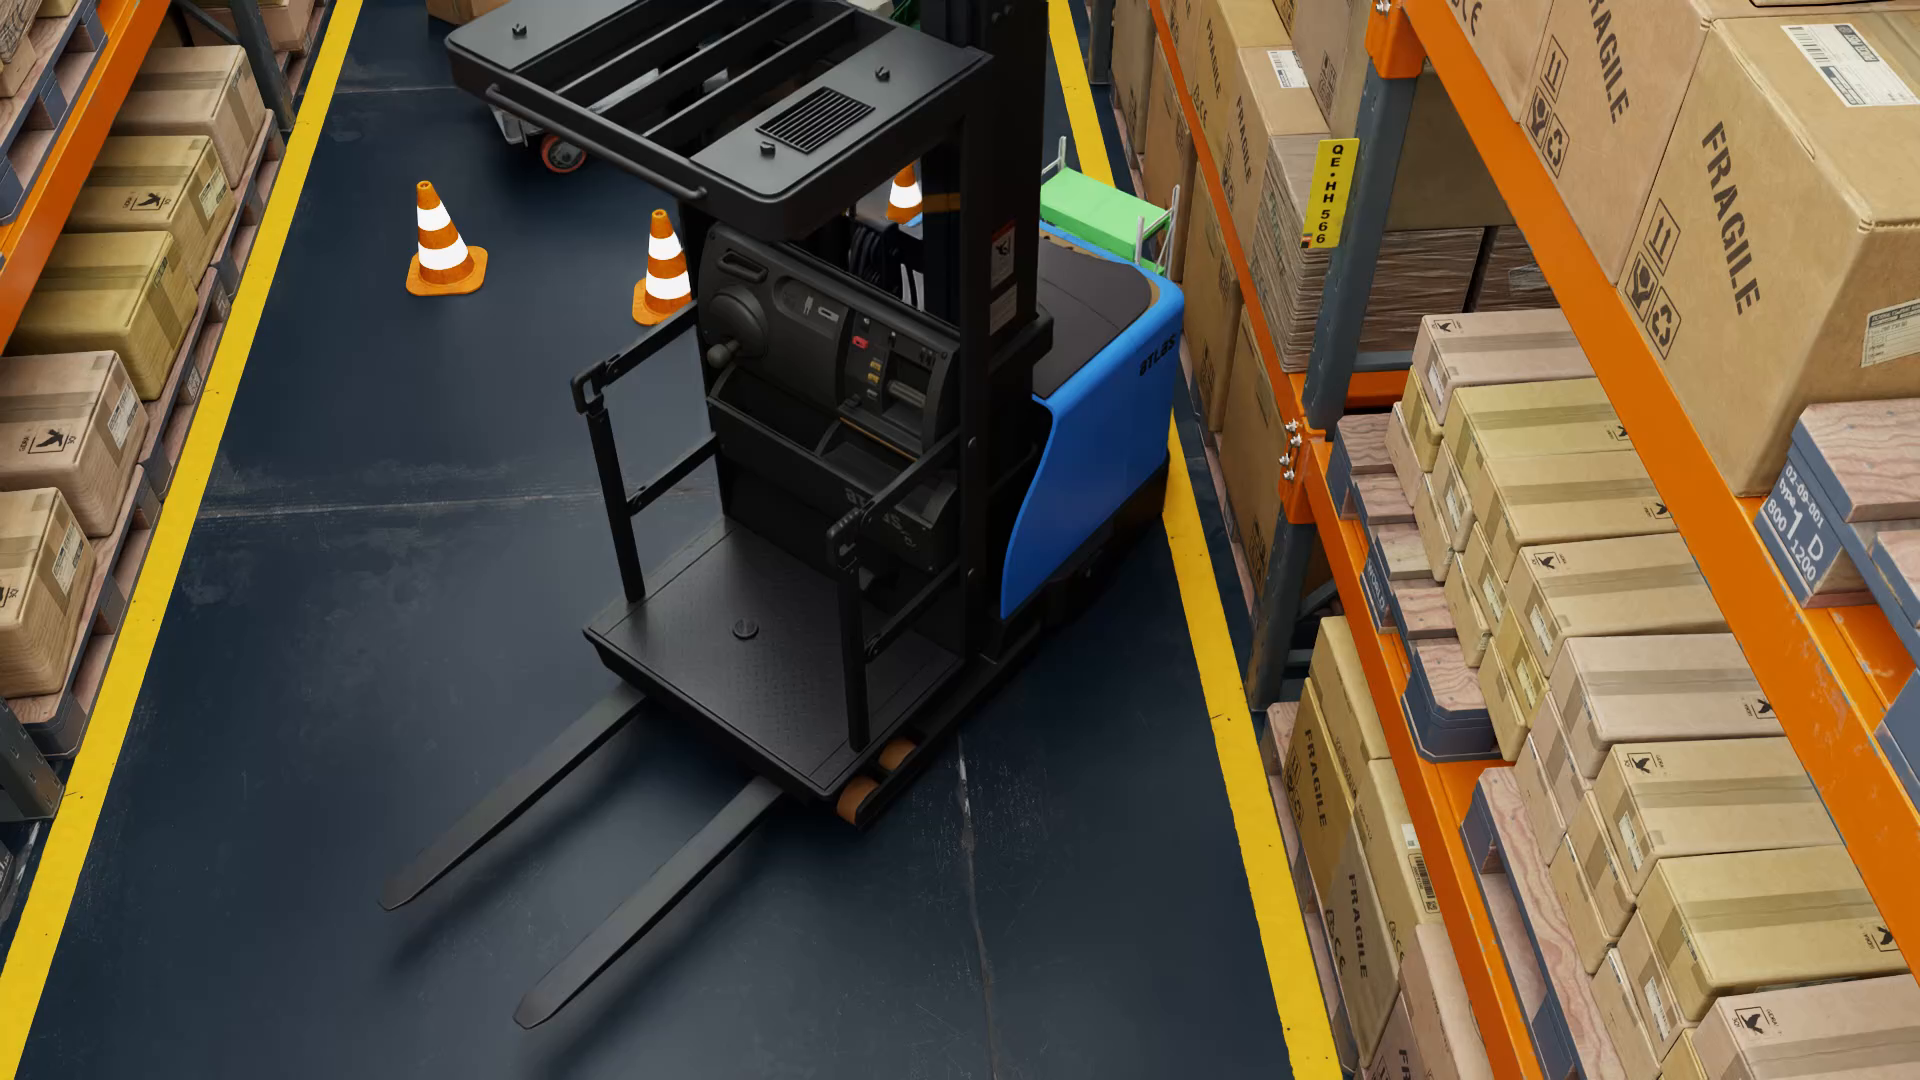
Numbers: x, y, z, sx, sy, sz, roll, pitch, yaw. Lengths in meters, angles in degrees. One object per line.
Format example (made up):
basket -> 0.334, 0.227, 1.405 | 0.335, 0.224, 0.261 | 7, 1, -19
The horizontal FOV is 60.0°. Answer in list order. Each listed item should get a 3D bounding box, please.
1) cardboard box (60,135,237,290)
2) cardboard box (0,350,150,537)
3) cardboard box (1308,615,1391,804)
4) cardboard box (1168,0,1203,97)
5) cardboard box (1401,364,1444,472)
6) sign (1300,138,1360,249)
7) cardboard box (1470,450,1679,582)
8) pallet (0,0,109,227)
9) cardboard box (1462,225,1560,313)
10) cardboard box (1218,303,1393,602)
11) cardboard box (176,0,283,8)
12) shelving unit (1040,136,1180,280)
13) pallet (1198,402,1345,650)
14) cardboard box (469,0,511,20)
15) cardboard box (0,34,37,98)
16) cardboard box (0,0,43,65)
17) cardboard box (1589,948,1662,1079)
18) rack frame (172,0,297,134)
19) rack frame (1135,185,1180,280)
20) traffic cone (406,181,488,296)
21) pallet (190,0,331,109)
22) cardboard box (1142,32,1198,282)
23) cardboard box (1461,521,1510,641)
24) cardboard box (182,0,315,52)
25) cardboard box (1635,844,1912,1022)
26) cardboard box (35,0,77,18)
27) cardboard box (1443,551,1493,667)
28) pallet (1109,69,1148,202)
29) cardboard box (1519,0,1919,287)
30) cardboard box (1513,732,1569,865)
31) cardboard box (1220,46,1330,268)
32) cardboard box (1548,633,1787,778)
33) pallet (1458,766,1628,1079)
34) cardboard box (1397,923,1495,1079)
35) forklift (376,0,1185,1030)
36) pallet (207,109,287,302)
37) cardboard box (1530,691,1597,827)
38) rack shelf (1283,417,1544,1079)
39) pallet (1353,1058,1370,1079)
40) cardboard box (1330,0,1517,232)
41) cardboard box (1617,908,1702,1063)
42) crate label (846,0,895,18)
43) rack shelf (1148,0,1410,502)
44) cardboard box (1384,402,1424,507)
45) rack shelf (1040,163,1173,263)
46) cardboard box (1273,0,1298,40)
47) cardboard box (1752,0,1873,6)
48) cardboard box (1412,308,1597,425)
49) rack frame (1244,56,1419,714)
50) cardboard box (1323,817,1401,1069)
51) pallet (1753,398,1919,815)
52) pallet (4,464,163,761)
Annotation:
cardboard box -> -3.661, -1.374, 7.006 | 0.950, 0.372, 0.625 | -1, 47, -1
cardboard box -> -3.543, -0.322, 6.009 | 0.950, 0.372, 0.625 | -4, 47, -4
cardboard box -> 1.305, 0.459, 4.666 | 0.500, 0.250, 0.500 | -5, 47, -5
cardboard box -> 1.054, -1.949, 5.961 | 0.500, 0.500, 0.500 | -3, 47, -3
cardboard box -> 1.329, -0.311, 4.157 | 0.380, 0.149, 0.250 | -2, 47, -2
sign -> 0.935, -0.874, 4.215 | 0.100, 0.325, 0.005 | -3, 47, -3
cardboard box -> 1.375, -0.057, 3.712 | 0.380, 0.149, 0.250 | -4, 47, -4
pallet -> -3.642, -1.502, 5.739 | 1.003, 0.211, 1.213 | -3, 47, -3
cardboard box -> 1.720, -0.888, 4.956 | 0.500, 0.500, 0.500 | -3, 47, -3
cardboard box -> 1.527, -0.329, 5.756 | 1.050, 0.750, 0.750 | -4, 47, -4
cardboard box -> -3.551, -2.932, 8.049 | 0.500, 0.500, 0.500 | -1, 47, -1
shelving unit -> 0.491, -0.855, 6.232 | 0.503, 1.200, 0.258 | 30, 53, 25
pallet -> 1.497, -0.128, 6.226 | 1.003, 0.211, 1.213 | -3, 47, -3
cardboard box -> -2.000, -2.563, 7.812 | 0.500, 0.500, 0.500 | -3, 47, -3
cardboard box -> -3.365, -1.615, 5.597 | 0.380, 0.149, 0.250 | -2, 47, -2
cardboard box -> -3.379, -1.882, 5.403 | 0.500, 0.500, 0.500 | -5, 47, -5
cardboard box -> 1.458, 0.913, 3.203 | 0.380, 0.149, 0.250 | -5, 47, -5
rack frame -> -3.771, -3.032, 7.056 | 1.000, 3.000, 0.127 | -3, 47, -3
rack frame -> 0.682, -0.745, 6.128 | 0.015, 1.200, 0.240 | 30, 53, 25
traffic cone -> -2.272, -1.348, 7.208 | 0.336, 0.463, 0.334 | -3, 47, -3
pallet -> -3.862, -2.557, 8.526 | 1.003, 0.211, 1.213 | -3, 47, -3
cardboard box -> 1.372, -1.635, 6.993 | 1.050, 0.750, 0.750 | -3, 47, -3
cardboard box -> 1.379, 0.078, 3.789 | 0.380, 0.149, 0.250 | -5, 47, -5
cardboard box -> -3.551, -2.674, 8.322 | 0.500, 0.250, 0.500 | -5, 47, -5
cardboard box -> 1.463, 0.703, 2.992 | 0.380, 0.149, 0.250 | -4, 47, -4
cardboard box -> -3.382, -1.996, 5.958 | 0.380, 0.149, 0.250 | -4, 47, -3
cardboard box -> 1.370, 0.155, 3.921 | 0.380, 0.149, 0.250 | -1, 47, -1
pallet -> 1.293, -1.894, 7.898 | 1.003, 0.211, 1.213 | -3, 47, -3
cardboard box -> 1.320, -0.787, 2.795 | 0.500, 0.500, 0.500 | -3, 47, -3
cardboard box -> 1.419, 0.543, 3.554 | 0.380, 0.149, 0.250 | -2, 47, -2
cardboard box -> 1.143, -1.217, 5.268 | 0.500, 0.500, 0.500 | -3, 47, -3
cardboard box -> 1.421, 0.331, 3.345 | 0.380, 0.149, 0.250 | -2, 47, -1
pallet -> 1.695, 0.983, 3.385 | 1.003, 0.211, 1.213 | -3, 47, -3
cardboard box -> 1.376, 1.184, 3.978 | 0.500, 0.250, 0.500 | -3, 47, -3
forklift -> -0.534, -0.498, 4.703 | 1.130, 2.935, 3.031 | 30, 53, 25
pallet -> -3.704, -1.510, 7.535 | 1.003, 0.211, 1.213 | -3, 47, -3
cardboard box -> 1.420, 0.441, 3.445 | 0.380, 0.149, 0.250 | -3, 47, -3
rack shelf -> 1.656, 1.182, 3.560 | 1.077, 0.370, 4.000 | -3, 47, -3
pallet -> 1.651, 1.893, 4.312 | 1.003, 0.211, 1.213 | -3, 47, -3
cardboard box -> 1.461, -1.216, 4.578 | 0.700, 0.500, 0.500 | -4, 47, -4
cardboard box -> 1.464, 0.816, 3.090 | 0.380, 0.149, 0.250 | -2, 47, -2
crate label -> -0.499, -2.808, 8.815 | 0.298, 0.136, 0.250 | -36, 56, -29
rack shelf -> 1.321, -1.712, 6.301 | 1.077, 0.370, 4.000 | -3, 47, -3
cardboard box -> 1.325, -0.234, 4.290 | 0.380, 0.149, 0.250 | -4, 47, -4
rack shelf -> 0.492, -1.142, 5.931 | 0.480, 0.148, 0.258 | 30, 53, 25
cardboard box -> 1.372, -1.953, 5.276 | 0.700, 0.500, 0.500 | -4, 47, -4
cardboard box -> 1.351, -0.977, 2.447 | 0.396, 0.266, 0.258 | -3, 47, -3
cardboard box -> 1.334, -0.426, 4.061 | 0.380, 0.149, 0.250 | -3, 47, -3
rack frame -> 1.488, -0.512, 4.669 | 1.000, 3.000, 0.127 | -3, 47, -3
cardboard box -> 1.339, 1.094, 4.581 | 0.500, 0.500, 0.500 | -3, 47, -3
pallet -> 1.788, 0.212, 2.047 | 1.213, 0.211, 1.003 | -3, 47, -3
pallet -> -3.500, 0.255, 5.863 | 1.003, 0.211, 1.213 | -3, 47, -3
